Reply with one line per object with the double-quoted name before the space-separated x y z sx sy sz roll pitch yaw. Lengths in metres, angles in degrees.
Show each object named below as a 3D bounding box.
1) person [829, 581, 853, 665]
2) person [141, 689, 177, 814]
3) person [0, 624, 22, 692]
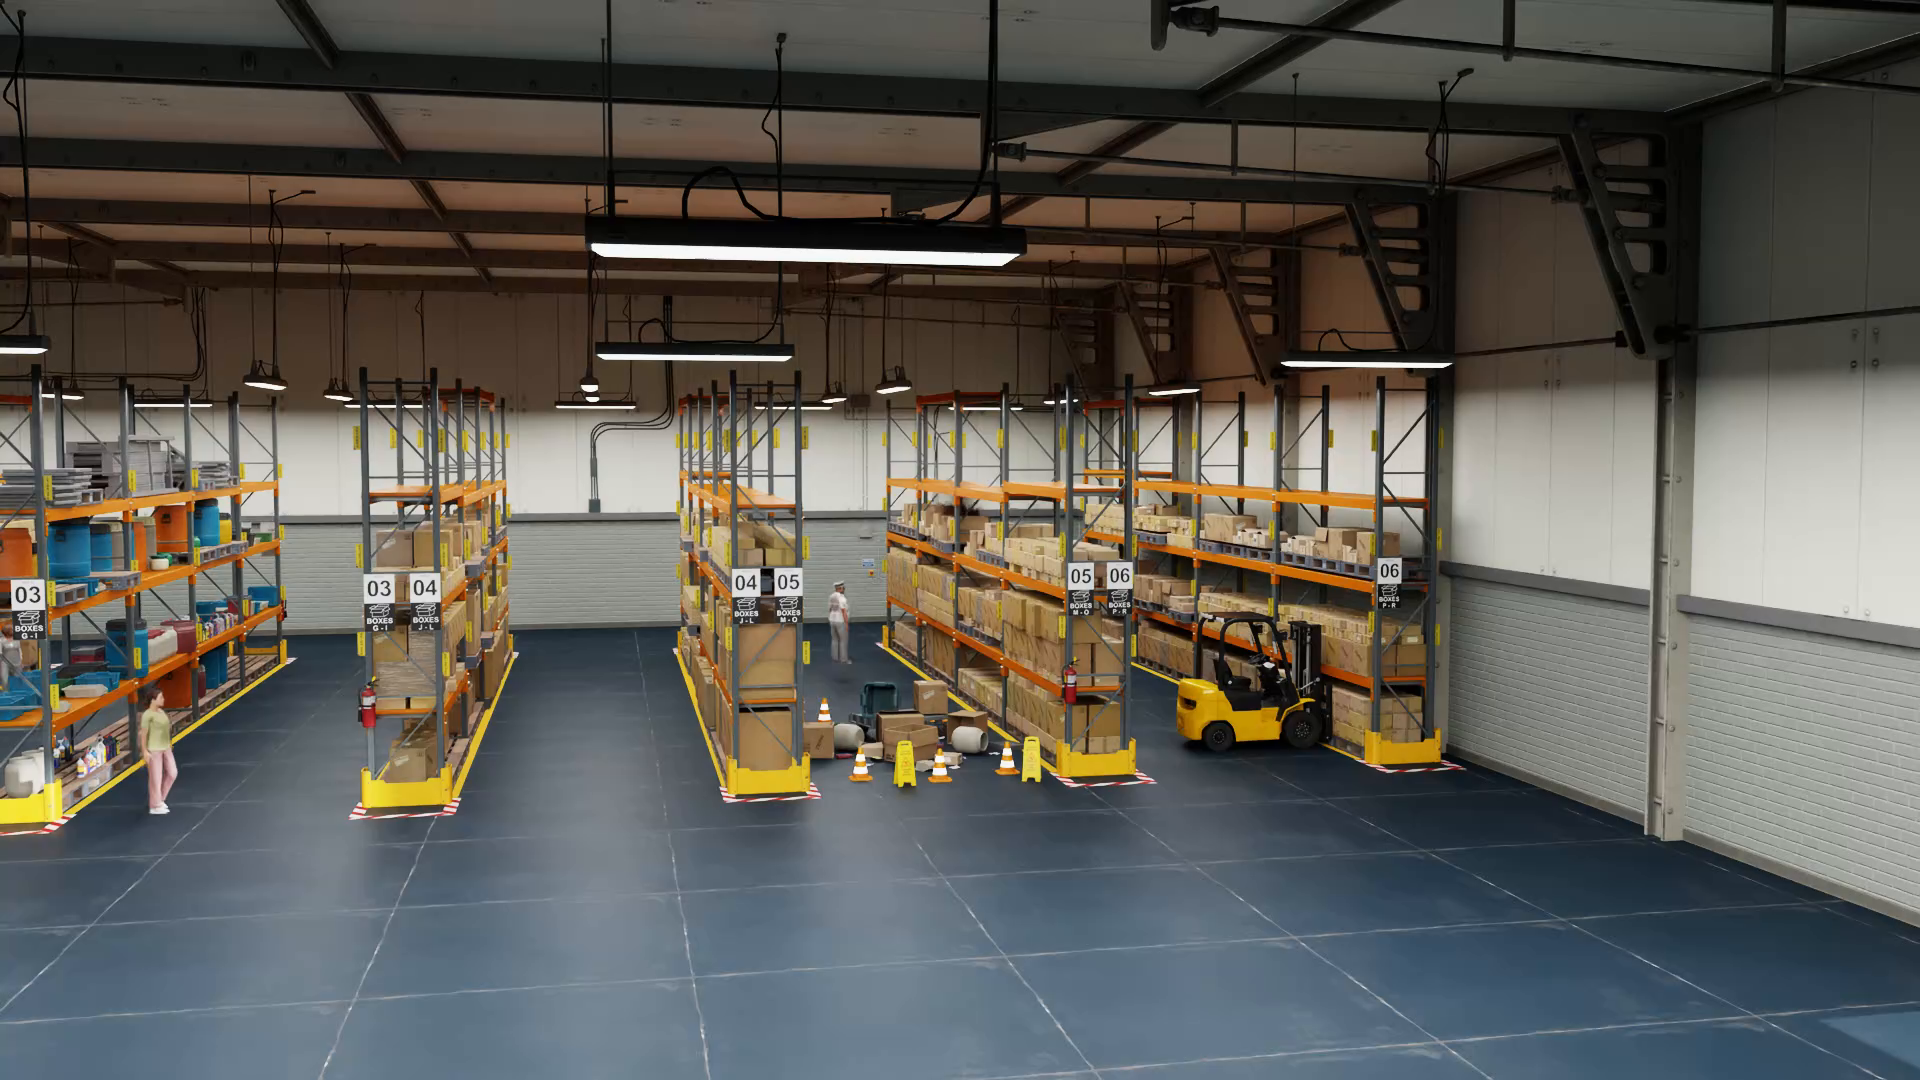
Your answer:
"person" -2.518 1.746 35.114 0.448 1.765 0.599 -3 4 -38
"person" -10.850 2.841 22.418 0.500 1.674 0.524 1 4 14
"person" -17.859 2.350 31.240 0.430 1.563 0.680 -1 4 -23
